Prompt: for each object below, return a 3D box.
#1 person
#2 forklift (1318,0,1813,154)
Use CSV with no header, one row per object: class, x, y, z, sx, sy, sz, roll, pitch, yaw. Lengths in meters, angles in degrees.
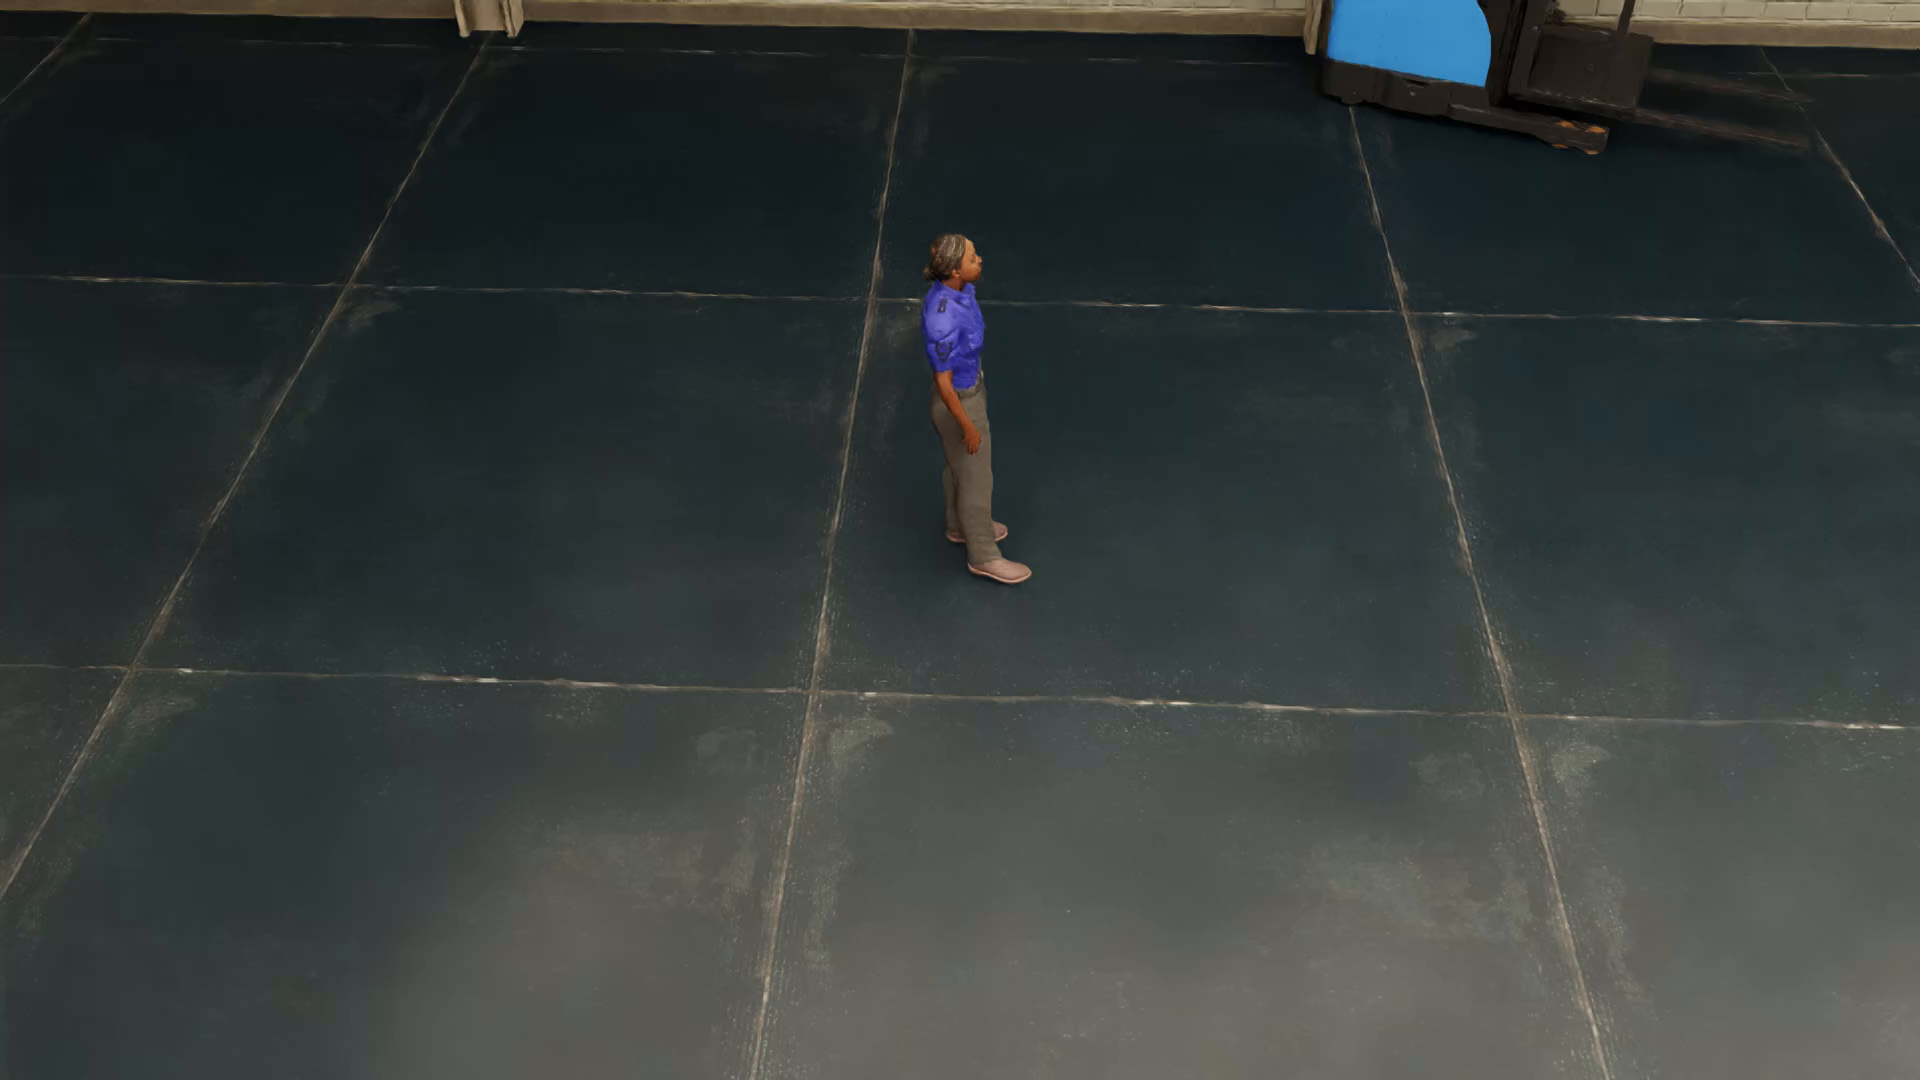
person,0.087,-0.601,7.336,0.503,1.654,0.570,2,42,2
forklift,3.966,-3.951,10.070,3.031,2.935,1.130,16,45,16
